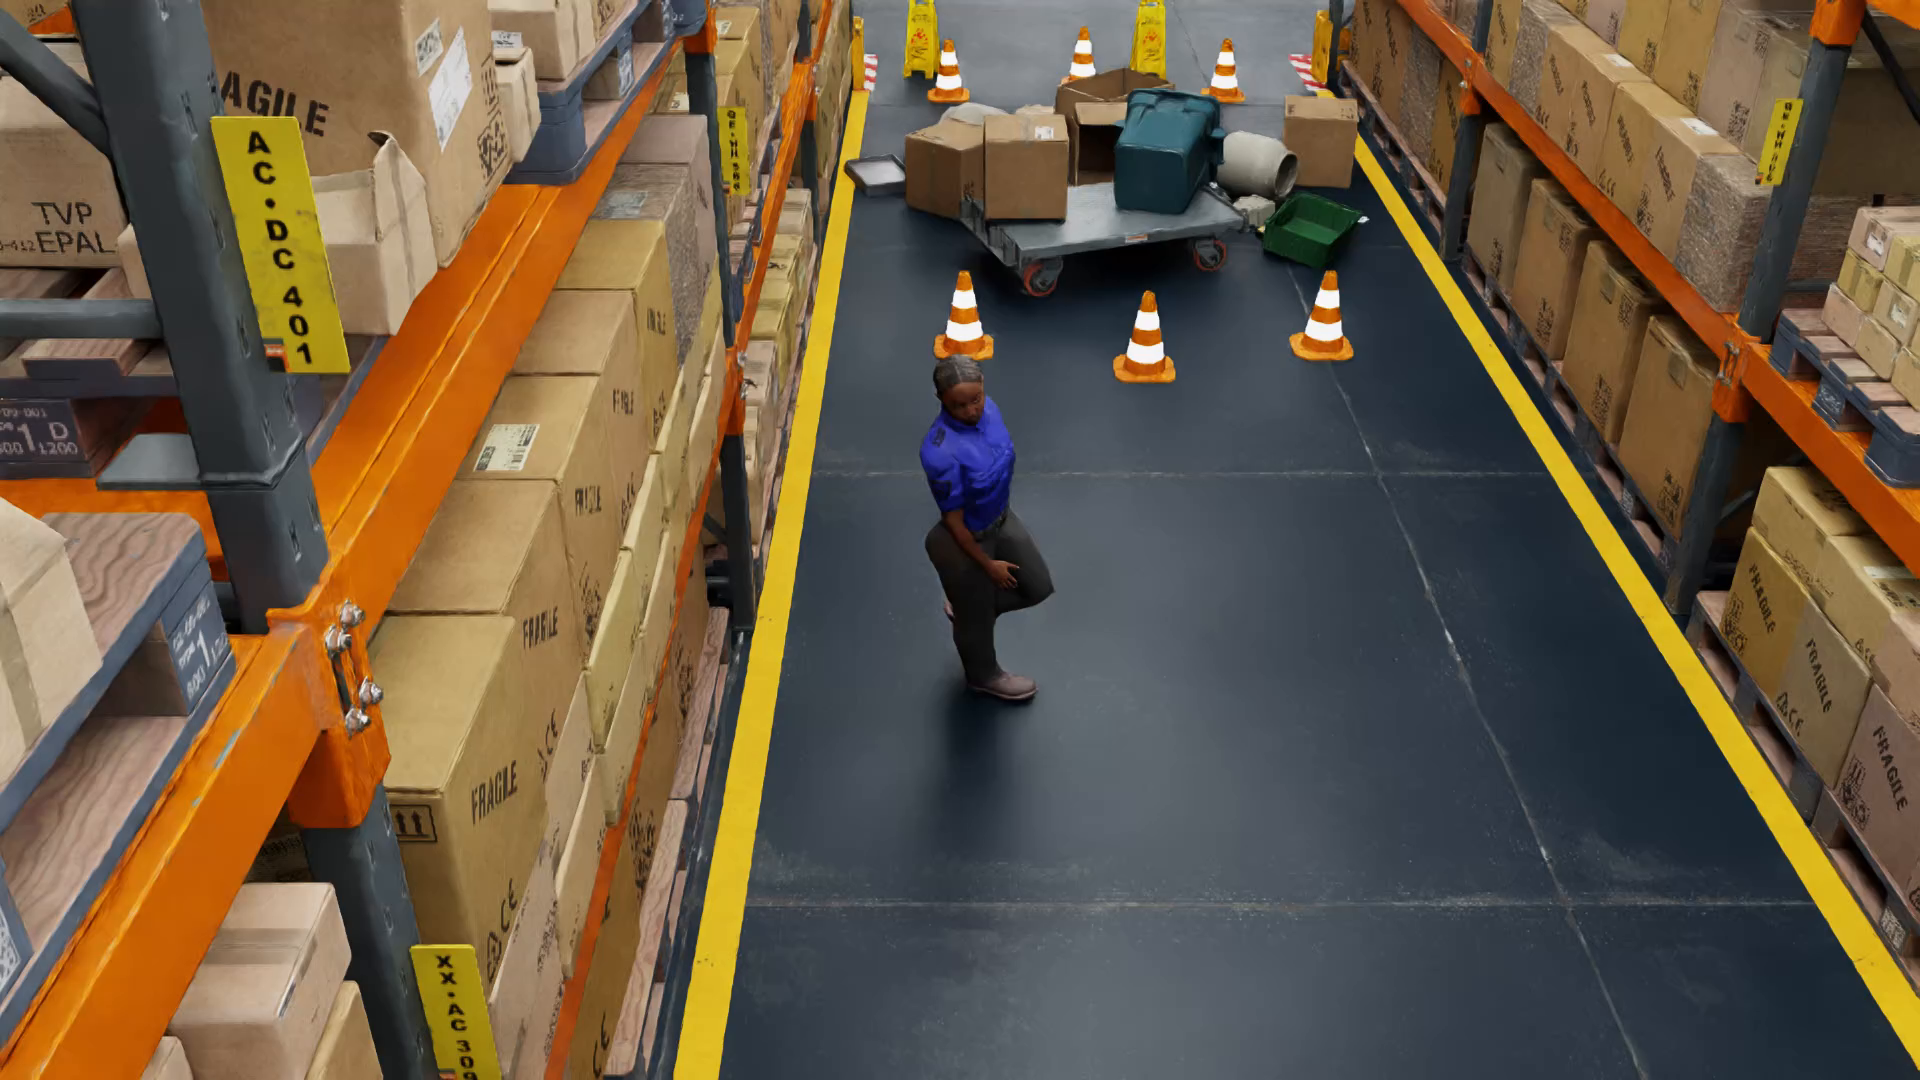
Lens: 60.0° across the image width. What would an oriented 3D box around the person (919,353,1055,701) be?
[{"bbox_3d":[0.047,-0.030,6.192,0.494,1.611,0.629,18,36,26],"label":"person"}]
